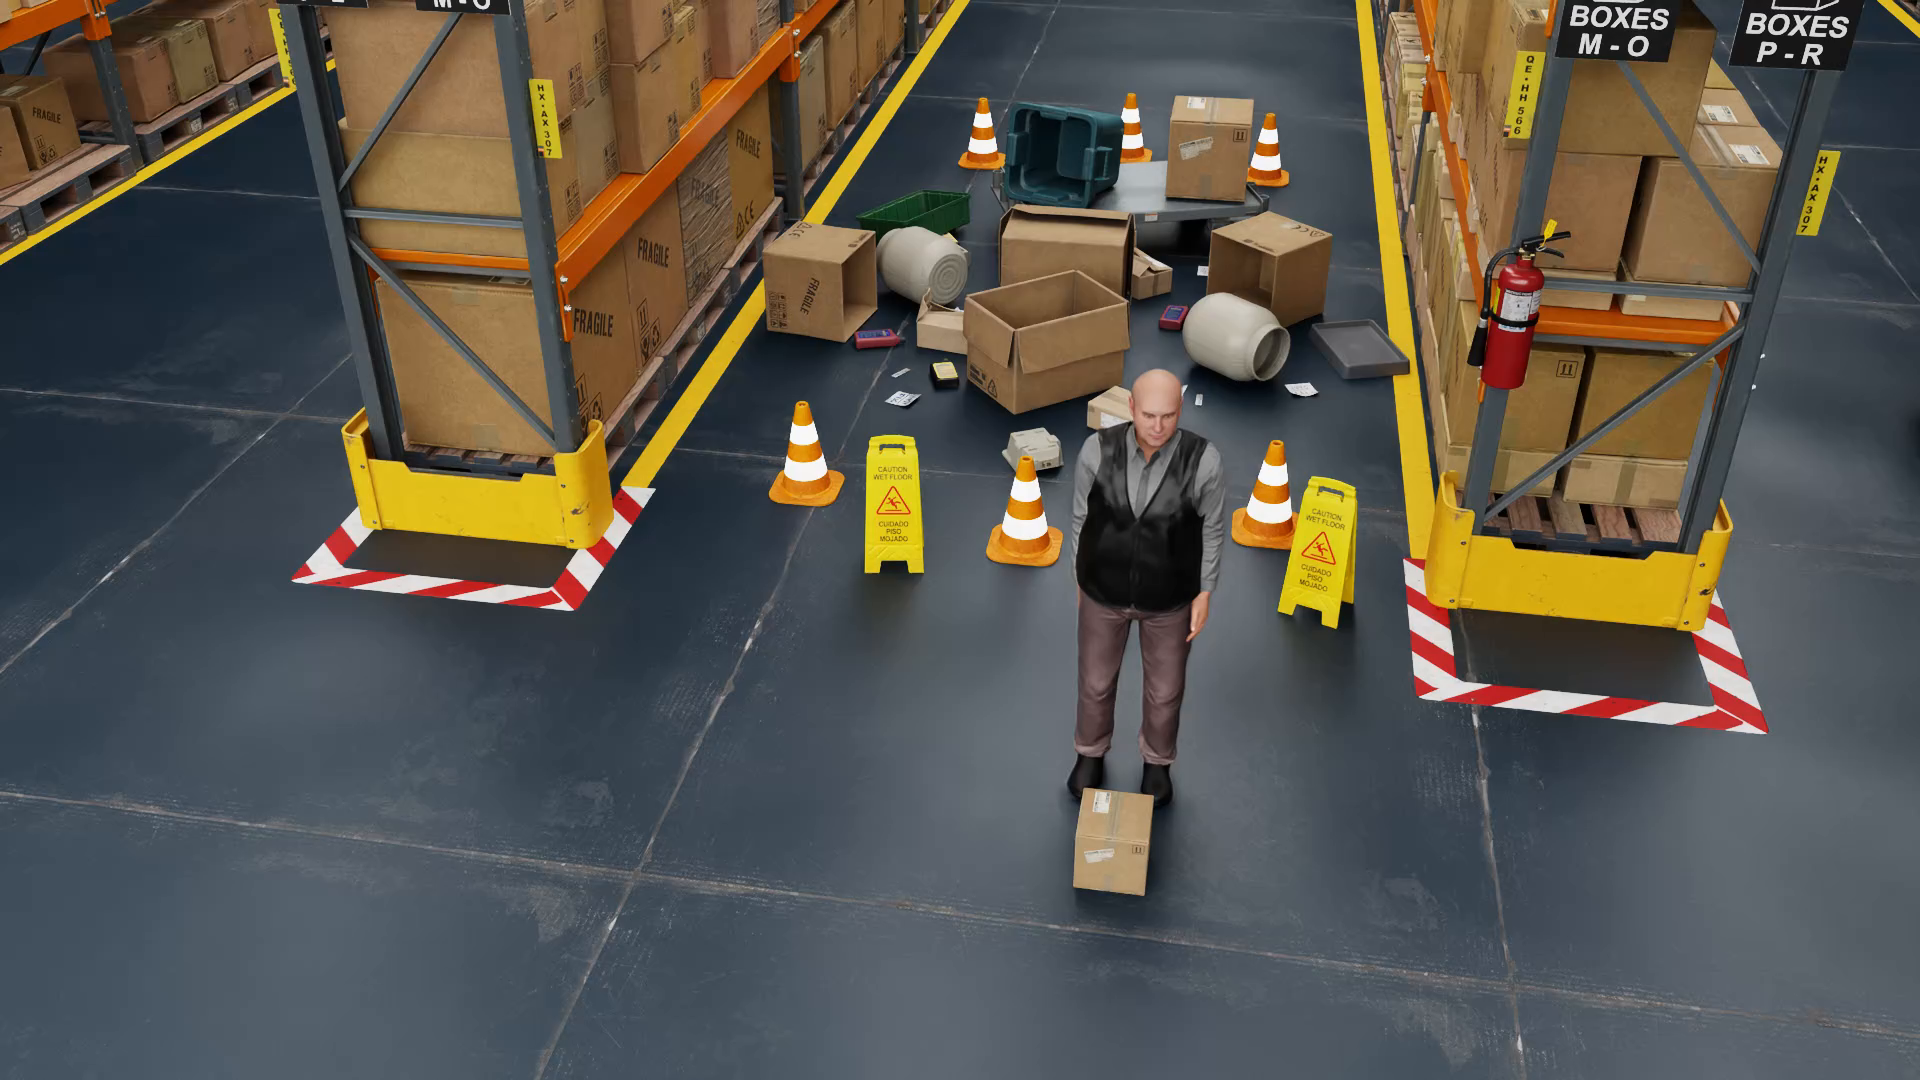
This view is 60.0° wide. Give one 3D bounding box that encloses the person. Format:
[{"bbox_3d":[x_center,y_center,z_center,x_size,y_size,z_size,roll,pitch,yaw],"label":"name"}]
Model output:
[{"bbox_3d":[0.644,0.188,5.869,0.532,1.716,0.360,6,33,9],"label":"person"}]
